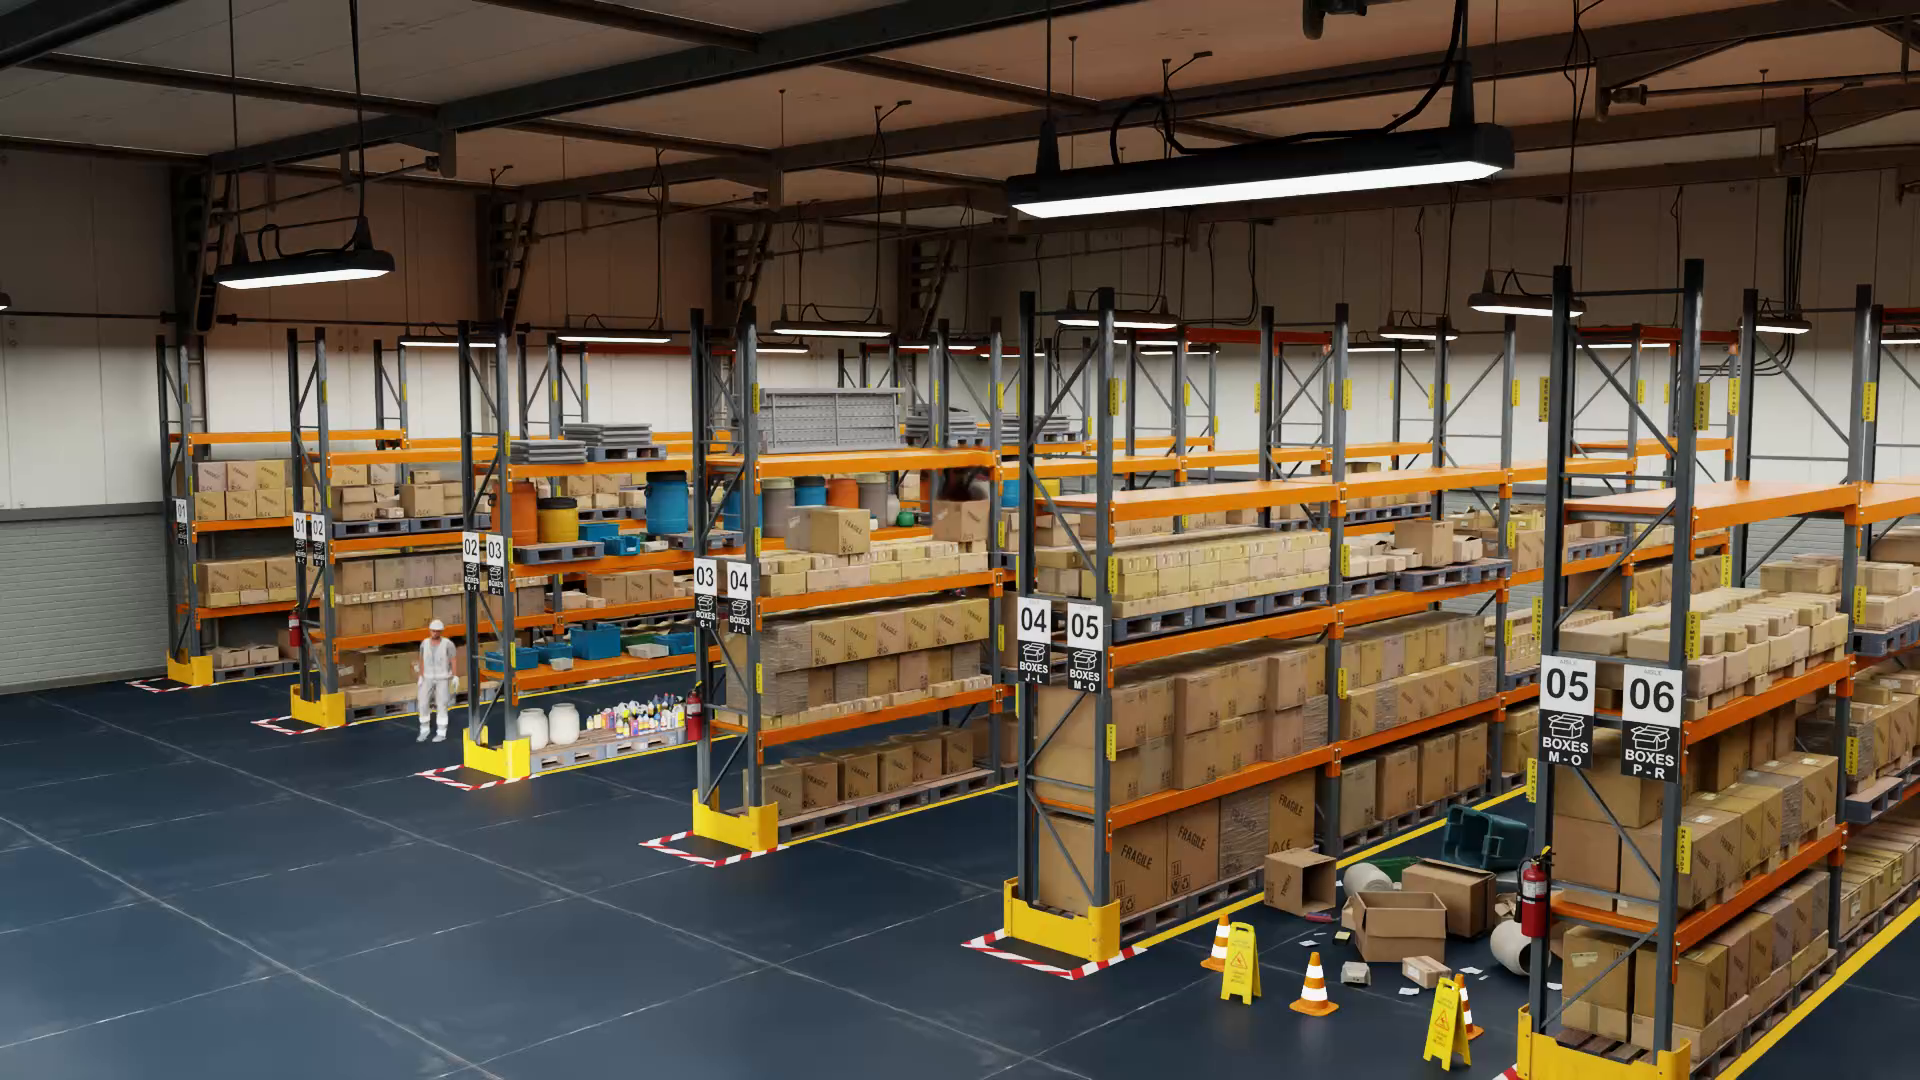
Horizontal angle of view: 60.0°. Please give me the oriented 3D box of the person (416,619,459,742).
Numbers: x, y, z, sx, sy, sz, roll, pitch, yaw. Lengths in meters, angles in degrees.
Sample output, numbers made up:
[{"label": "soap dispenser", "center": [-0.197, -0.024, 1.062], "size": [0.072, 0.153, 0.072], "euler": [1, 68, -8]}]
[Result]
[{"label": "person", "center": [-7.566, 2.042, 24.071], "size": [0.649, 1.798, 0.394], "euler": [0, 5, -3]}]
